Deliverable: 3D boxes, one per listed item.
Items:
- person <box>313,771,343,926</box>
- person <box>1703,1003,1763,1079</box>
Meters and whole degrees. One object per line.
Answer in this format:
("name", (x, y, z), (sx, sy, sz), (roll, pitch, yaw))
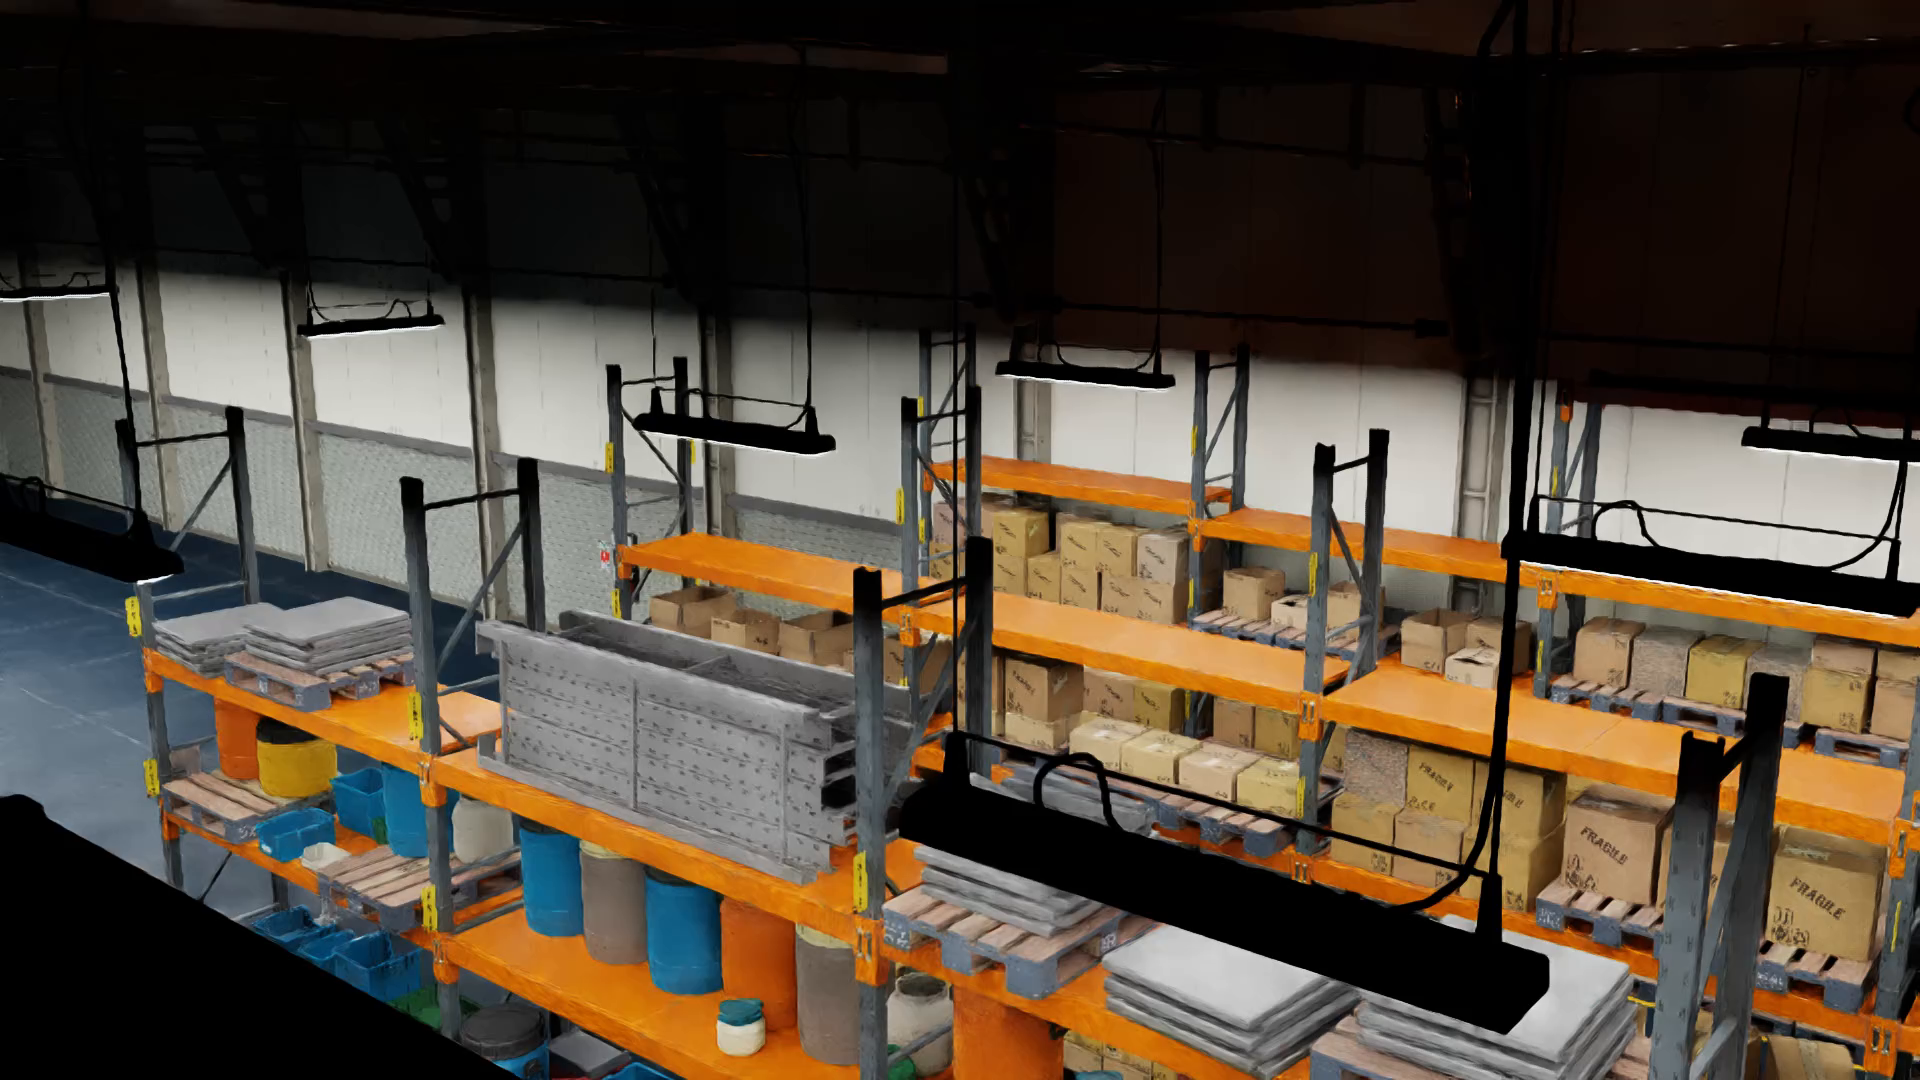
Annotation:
("person", (-6.547, 3.288, 17.801), (0.761, 1.710, 0.704), (4, 13, 17))
("person", (6.099, 4.290, 13.128), (0.556, 1.781, 0.631), (-5, 13, -20))
